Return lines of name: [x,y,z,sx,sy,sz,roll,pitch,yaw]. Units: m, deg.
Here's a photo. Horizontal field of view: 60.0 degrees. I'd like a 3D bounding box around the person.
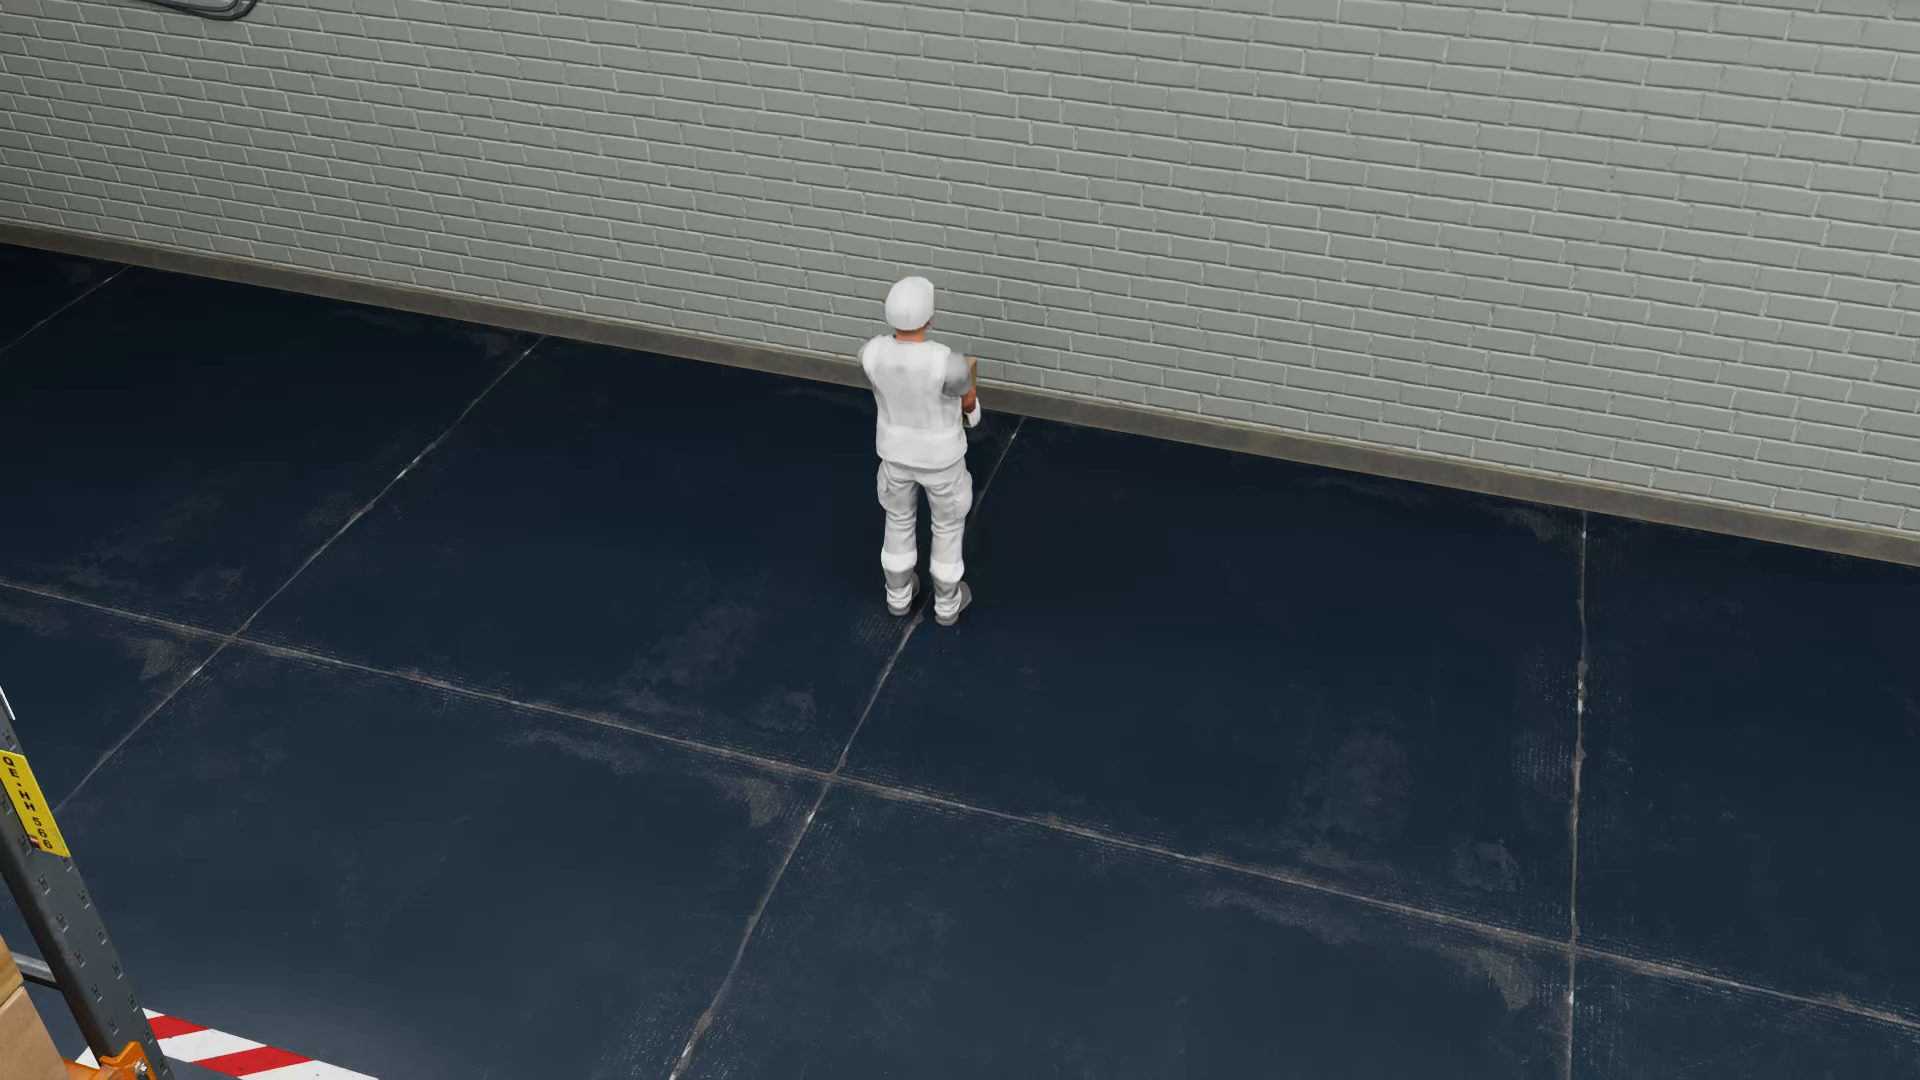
person: [-0.151,-0.444,7.474,0.493,1.782,0.573,11,38,14]
